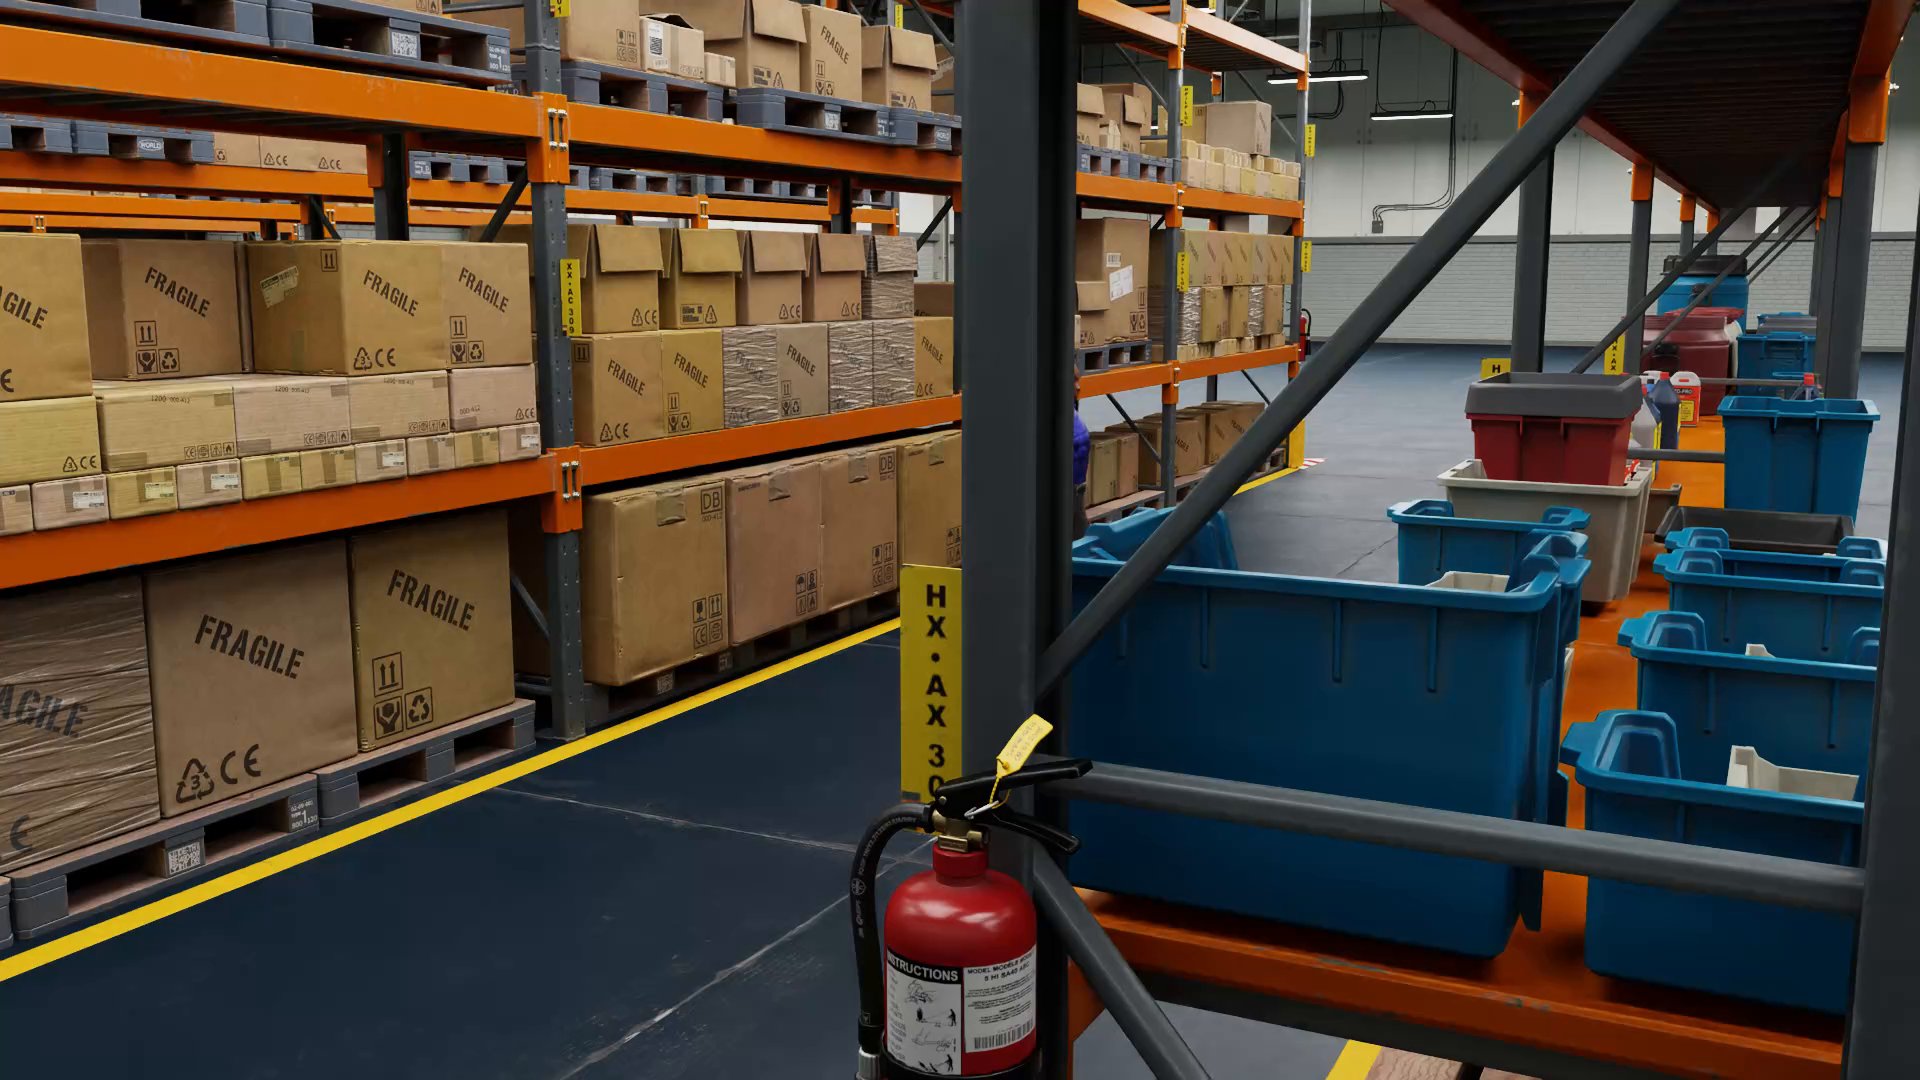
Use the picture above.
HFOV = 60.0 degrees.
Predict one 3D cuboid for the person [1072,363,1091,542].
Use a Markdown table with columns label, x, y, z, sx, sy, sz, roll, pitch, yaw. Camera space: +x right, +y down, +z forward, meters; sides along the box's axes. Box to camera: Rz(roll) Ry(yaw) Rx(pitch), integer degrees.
| label | x | y | z | sx | sy | sz | roll | pitch | yaw |
| --- | --- | --- | --- | --- | --- | --- | --- | --- | --- |
| person | 0.531 | -0.144 | 8.795 | 0.299 | 1.657 | 0.437 | 5 | 10 | 28 |
